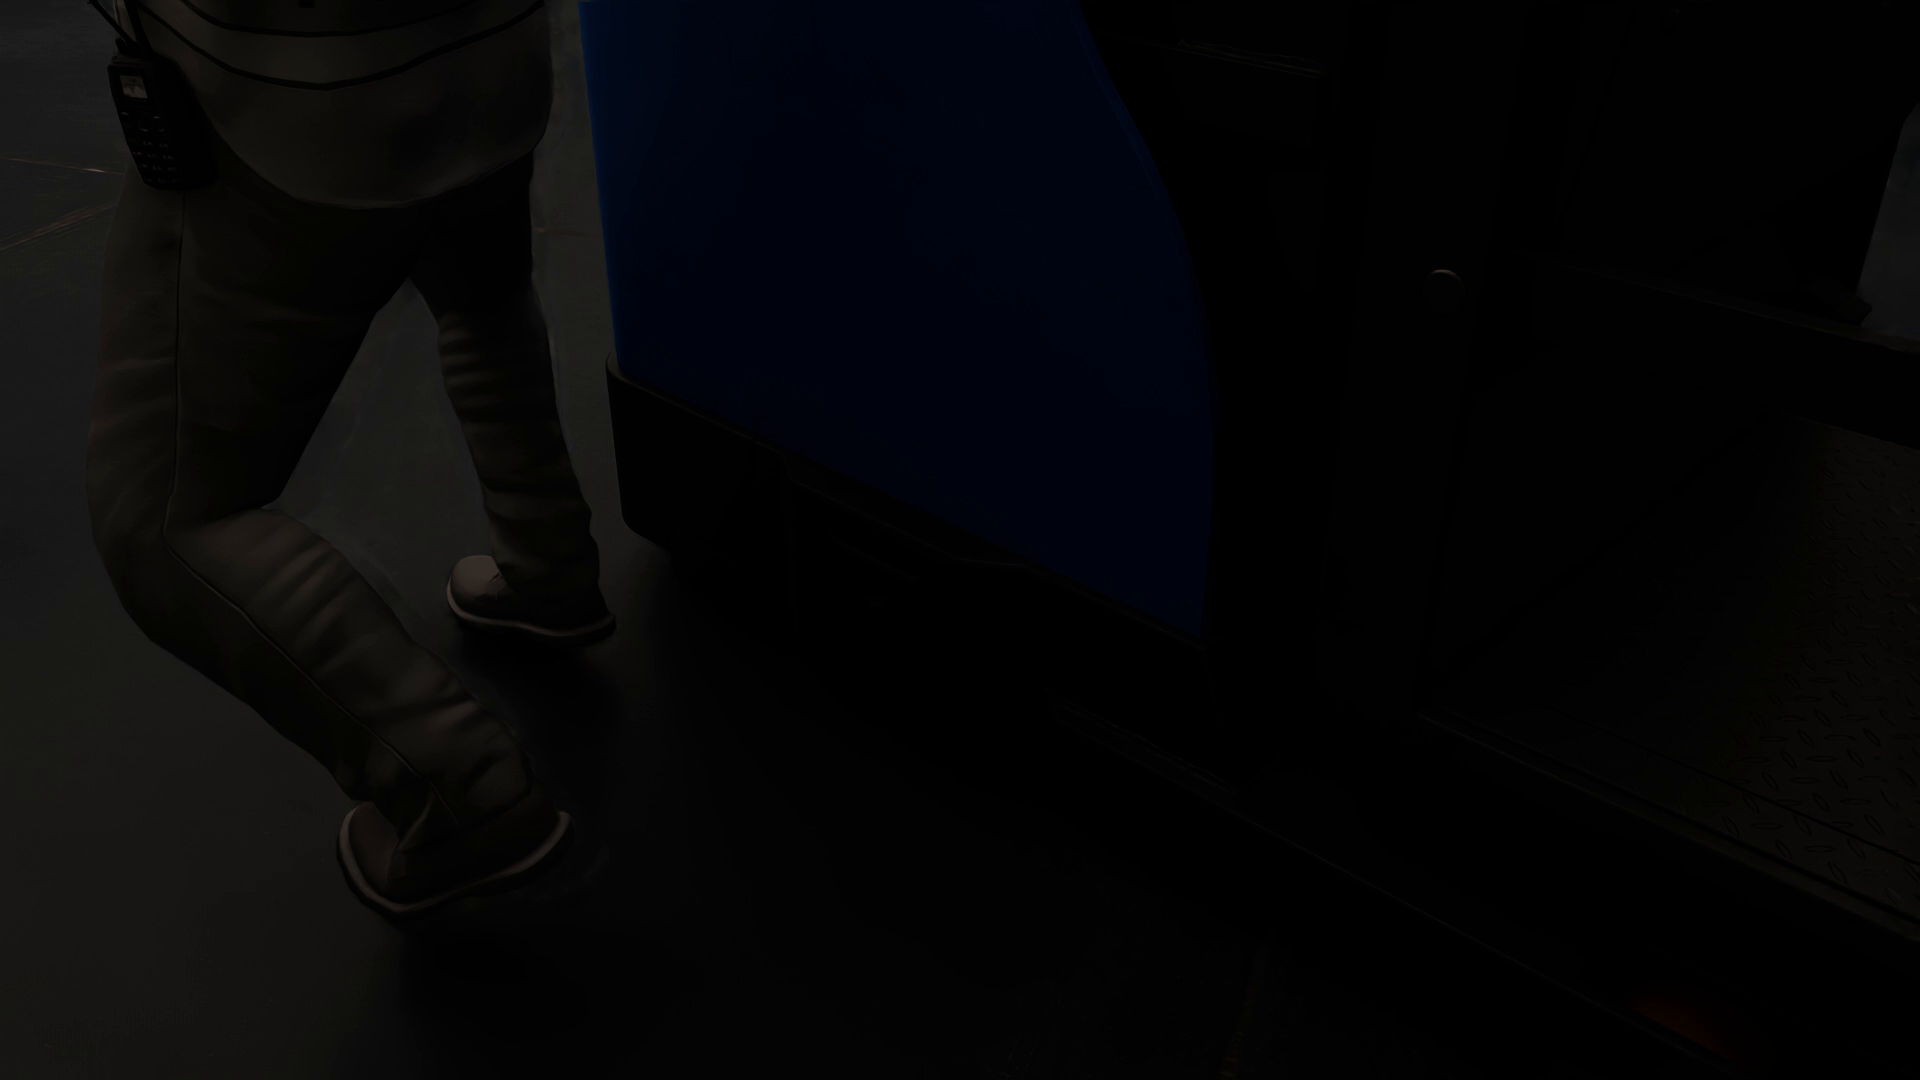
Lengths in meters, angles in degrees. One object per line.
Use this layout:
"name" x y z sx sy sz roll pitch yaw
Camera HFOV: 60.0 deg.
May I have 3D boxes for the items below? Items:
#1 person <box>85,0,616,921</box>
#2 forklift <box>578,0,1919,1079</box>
"person" -0.600 -0.463 1.811 0.765 1.447 0.943 12 32 21
"forklift" 0.925 -0.933 1.174 3.031 2.935 1.130 25 38 37
